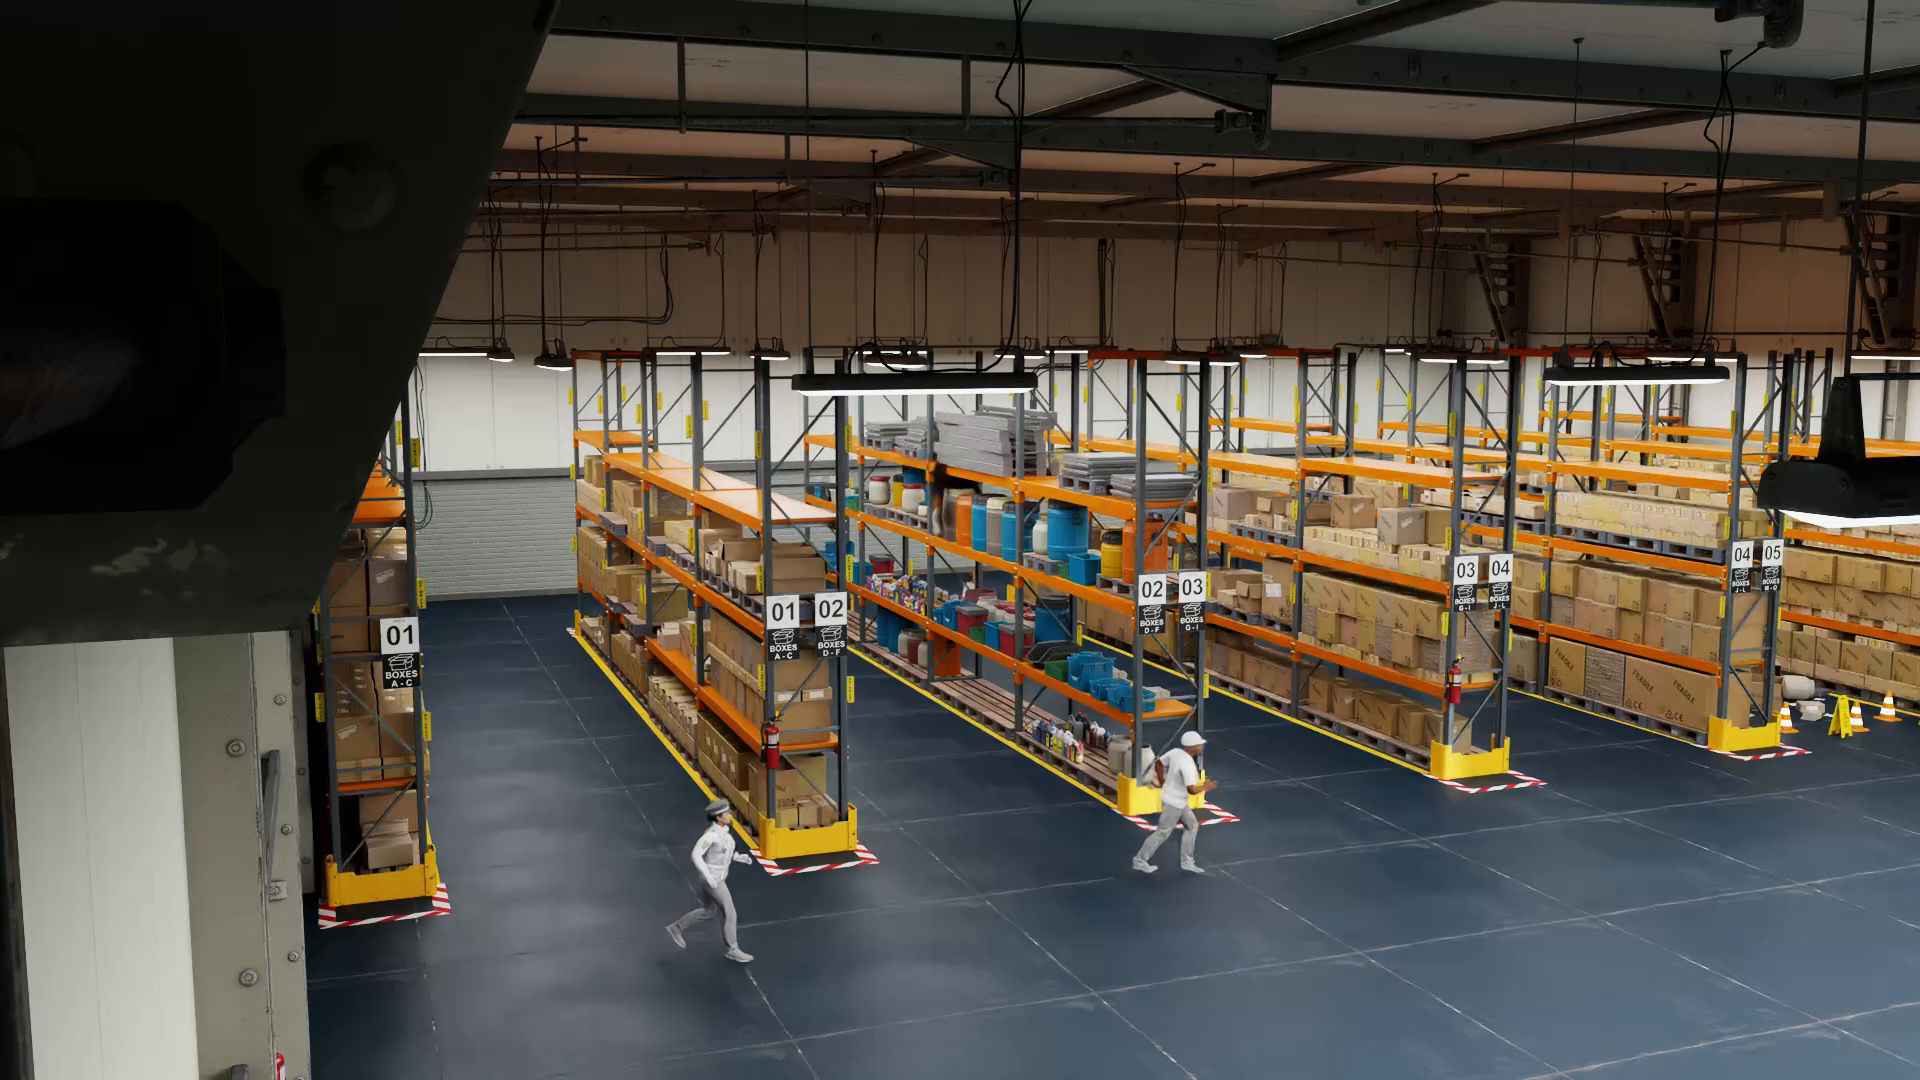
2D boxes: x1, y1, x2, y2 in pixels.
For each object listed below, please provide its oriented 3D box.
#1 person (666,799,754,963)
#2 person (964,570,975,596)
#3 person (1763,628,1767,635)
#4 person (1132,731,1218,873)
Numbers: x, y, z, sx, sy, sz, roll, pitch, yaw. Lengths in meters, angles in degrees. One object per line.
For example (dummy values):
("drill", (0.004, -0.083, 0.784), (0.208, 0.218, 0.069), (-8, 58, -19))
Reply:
("person", (-2.533, 3.428, 16.784), (0.885, 1.681, 0.592), (0, 7, 2))
("person", (0.246, 1.392, 33.189), (0.533, 1.609, 0.861), (-5, 9, -34))
("person", (15.976, 1.350, 33.617), (0.602, 1.642, 0.852), (-4, 8, -32))
("person", (2.502, 3.074, 19.373), (0.982, 1.735, 0.714), (0, 7, 2))
